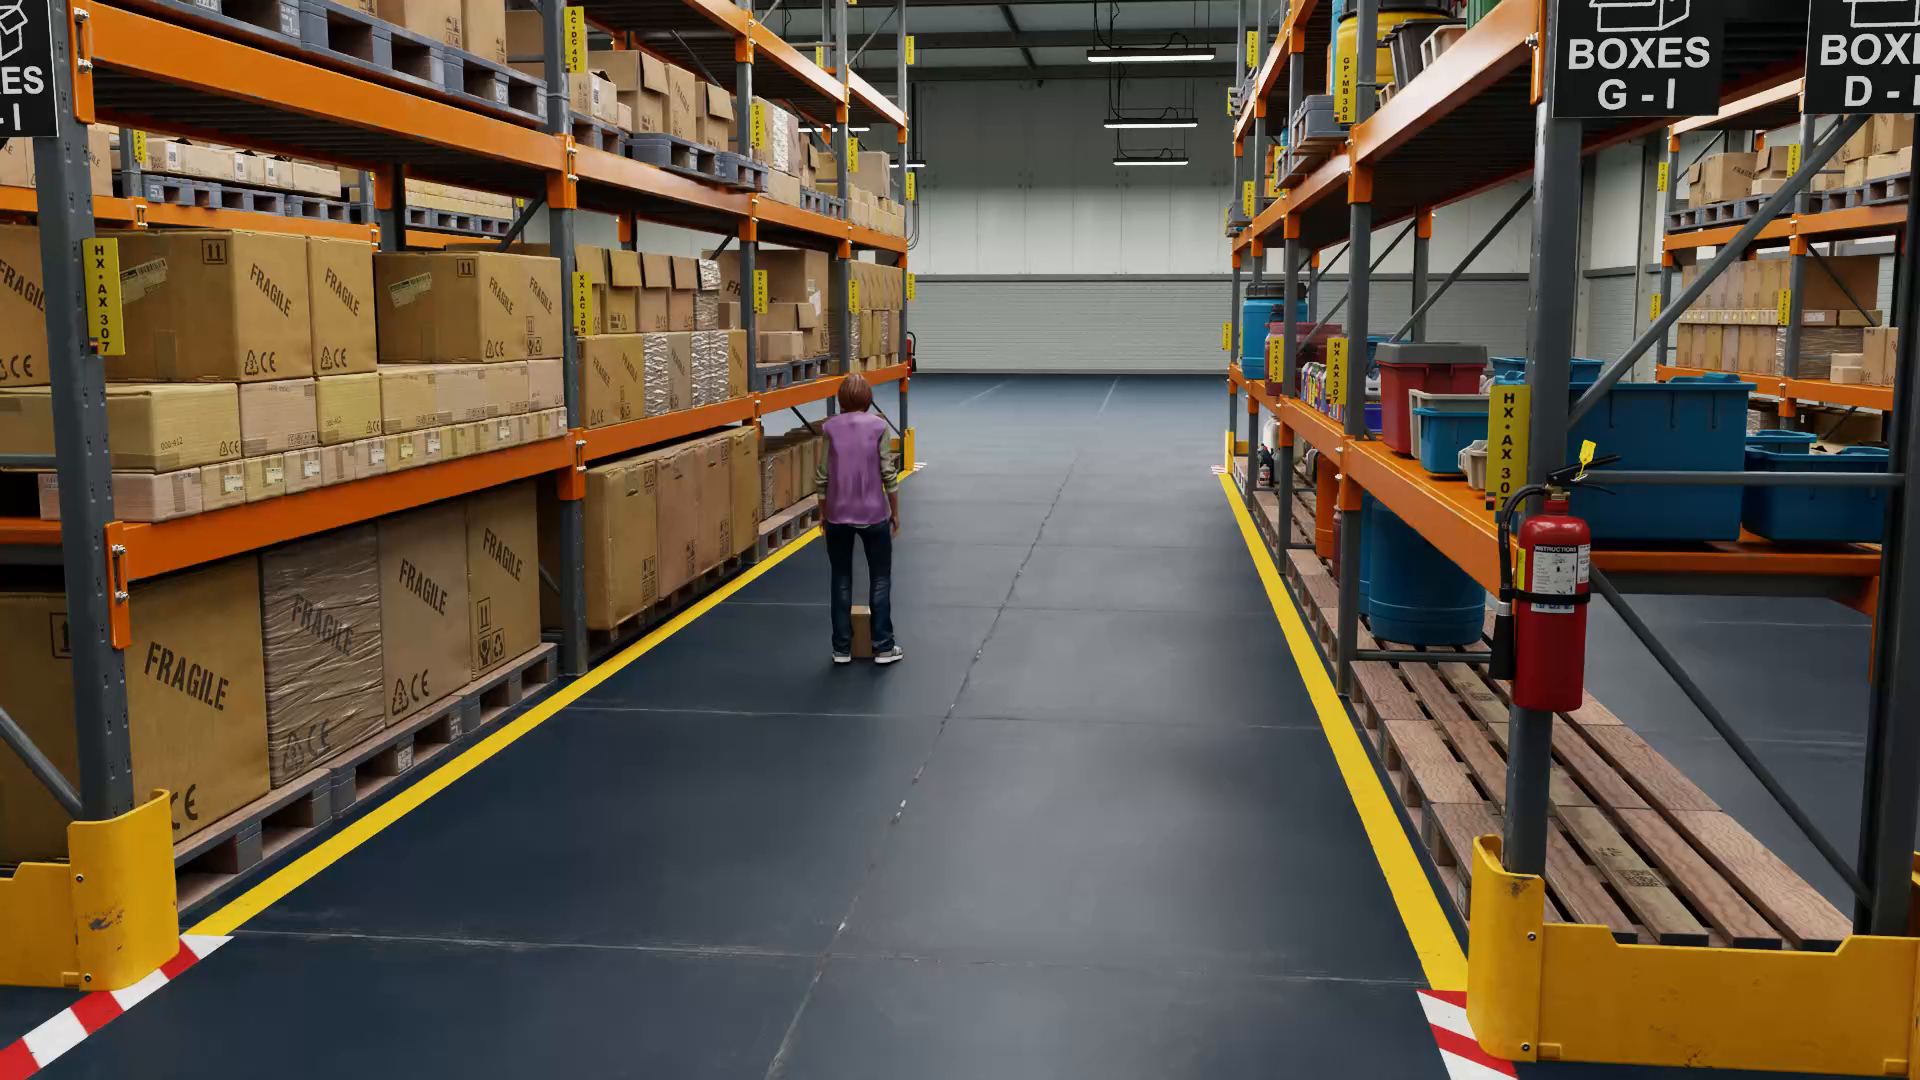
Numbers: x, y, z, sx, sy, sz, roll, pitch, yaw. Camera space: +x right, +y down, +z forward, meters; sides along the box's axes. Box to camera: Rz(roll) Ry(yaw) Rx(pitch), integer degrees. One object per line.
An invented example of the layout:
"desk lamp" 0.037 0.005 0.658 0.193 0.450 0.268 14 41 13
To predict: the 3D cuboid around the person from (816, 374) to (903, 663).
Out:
"person" -0.562 -0.112 9.157 0.462 1.594 0.344 1 8 6
